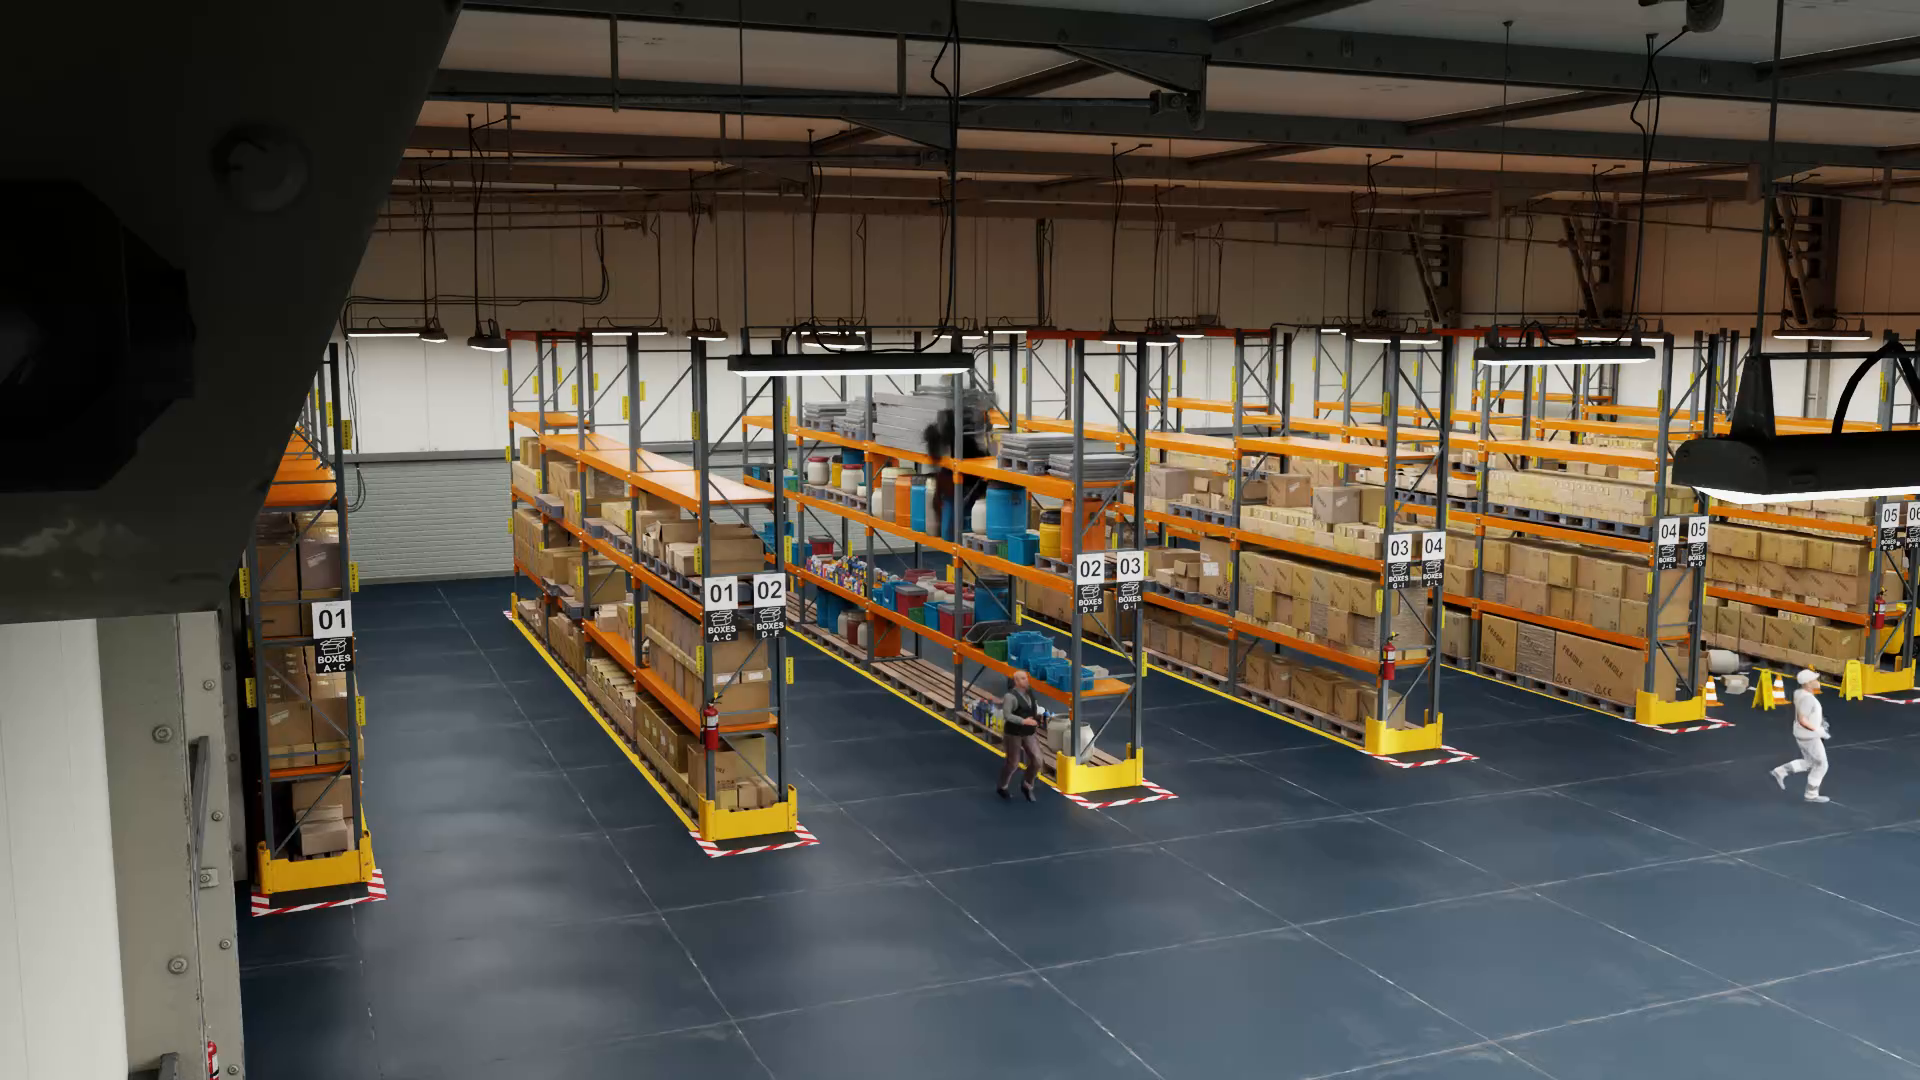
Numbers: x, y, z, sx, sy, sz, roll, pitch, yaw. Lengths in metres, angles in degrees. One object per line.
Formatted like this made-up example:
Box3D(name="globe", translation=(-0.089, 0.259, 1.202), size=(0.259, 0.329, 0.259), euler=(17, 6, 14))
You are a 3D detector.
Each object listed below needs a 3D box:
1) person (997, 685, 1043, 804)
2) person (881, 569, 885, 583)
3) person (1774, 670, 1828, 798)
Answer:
Box3D(name="person", translation=(0.780, 2.655, 21.618), size=(0.685, 1.581, 0.635), euler=(-7, 11, -42))
Box3D(name="person", translation=(9.919, 2.114, 25.366), size=(24.930, 1.582, 6.217), euler=(2, 8, 13))
Box3D(name="person", translation=(10.956, 2.512, 21.600), size=(0.603, 1.683, 0.430), euler=(2, 8, 17))
